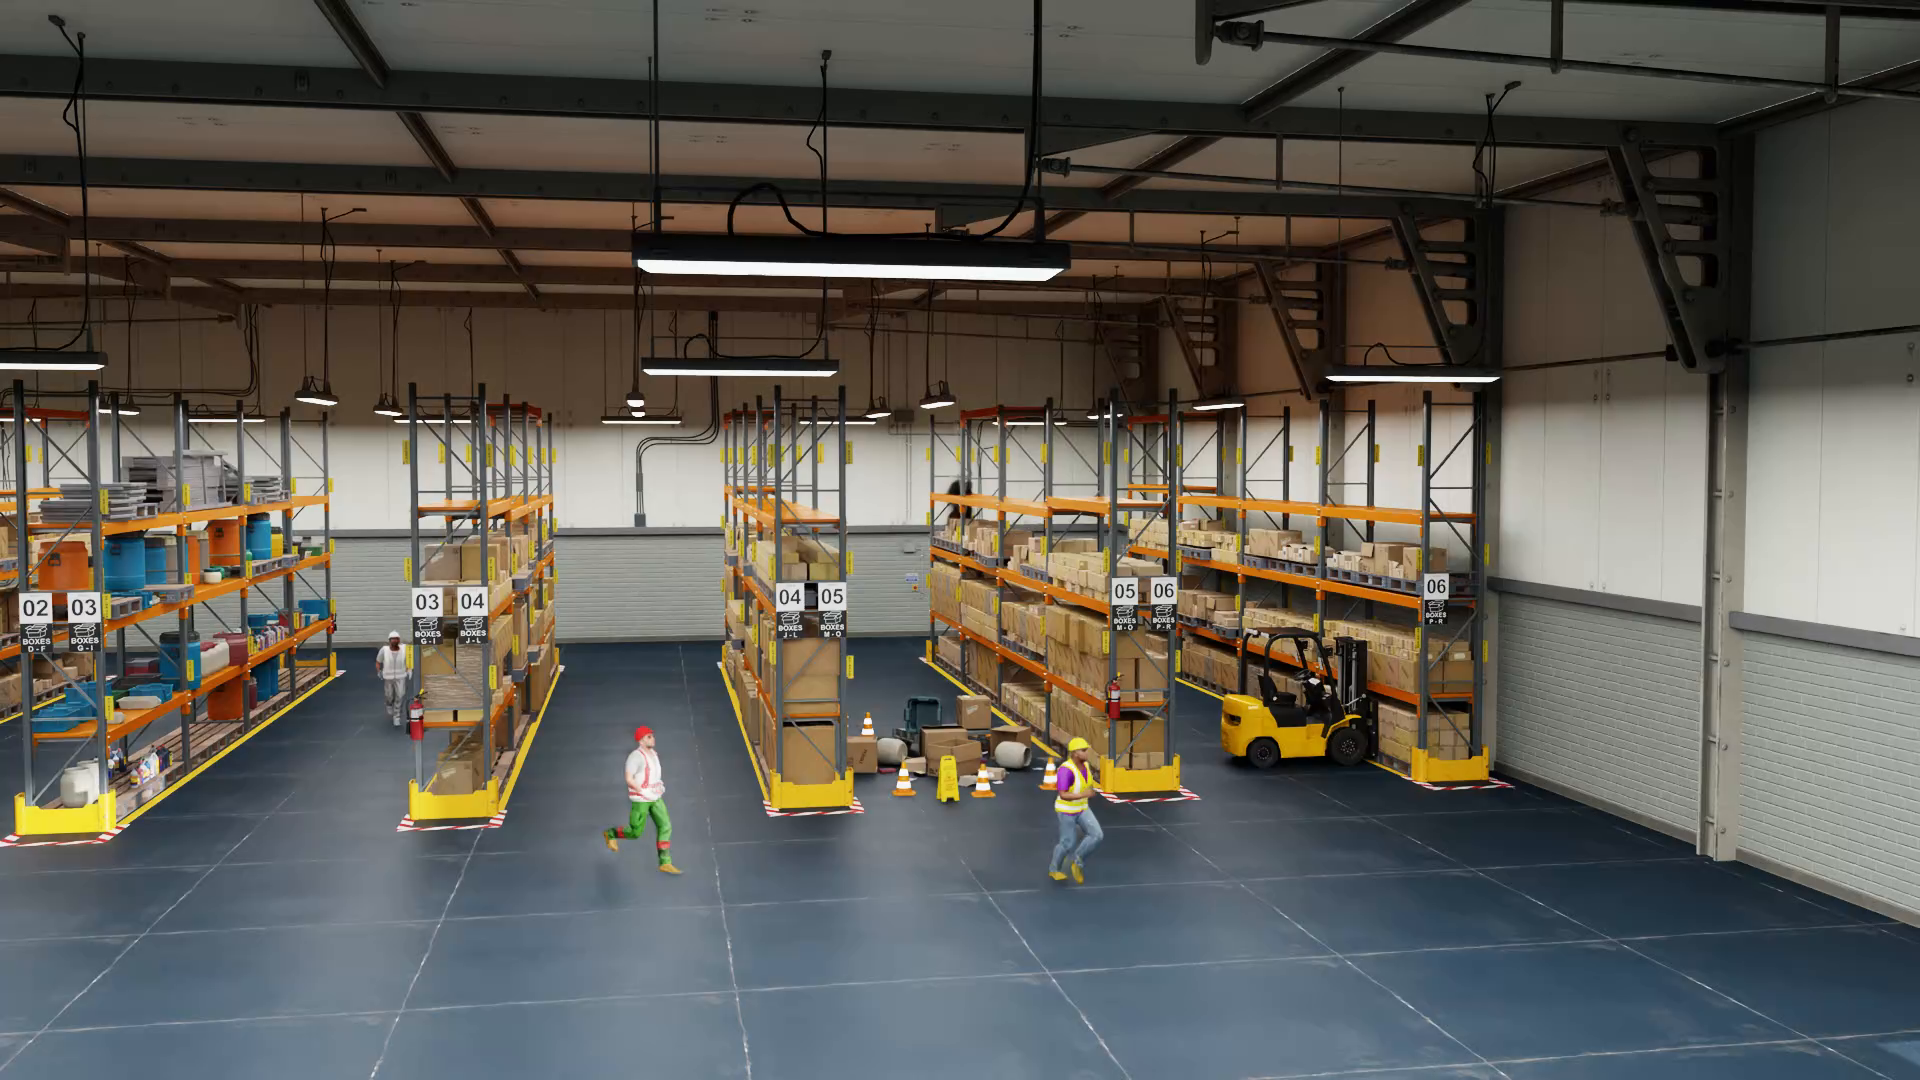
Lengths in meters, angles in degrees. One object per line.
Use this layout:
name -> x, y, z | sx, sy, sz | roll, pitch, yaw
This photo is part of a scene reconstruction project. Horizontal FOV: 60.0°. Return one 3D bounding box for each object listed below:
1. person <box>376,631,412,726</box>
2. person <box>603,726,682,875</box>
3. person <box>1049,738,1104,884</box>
person -> -10.542, 2.562, 31.028 | 0.673, 1.742, 0.785 | -1, 3, -21
person -> -3.830, 3.127, 20.053 | 1.060, 1.768, 0.634 | 1, 3, 27
person -> 1.346, 3.137, 19.297 | 0.785, 1.721, 0.737 | 2, 4, 40
